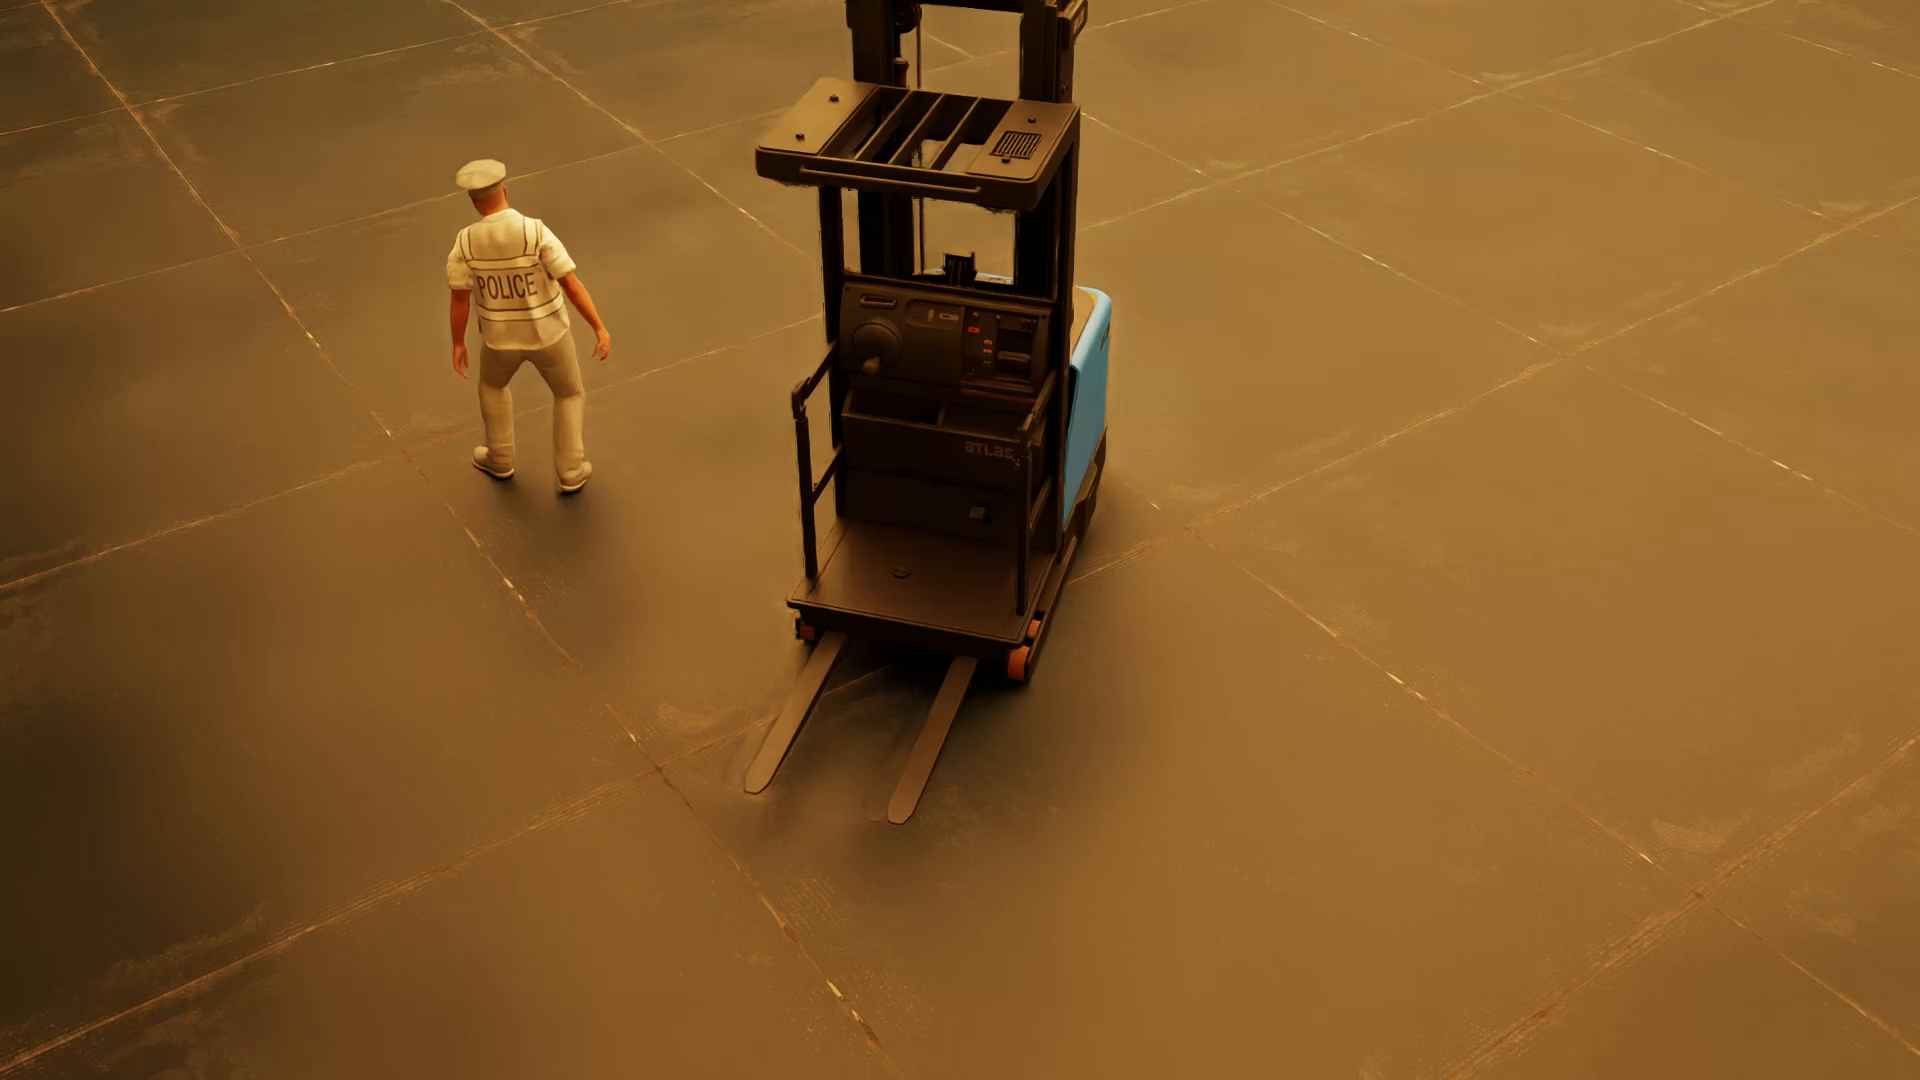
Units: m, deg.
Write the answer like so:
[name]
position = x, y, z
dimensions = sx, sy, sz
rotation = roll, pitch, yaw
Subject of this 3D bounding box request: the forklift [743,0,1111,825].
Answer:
[forklift]
position = -0.130, -0.801, 7.028
dimensions = 1.130, 2.935, 3.031
rotation = 10, 38, 13

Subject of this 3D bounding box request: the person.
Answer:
[person]
position = 17.440, -0.059, 0.951
dimensions = 40.485, 9.035, 12.608
rotation = 1, 36, 1
